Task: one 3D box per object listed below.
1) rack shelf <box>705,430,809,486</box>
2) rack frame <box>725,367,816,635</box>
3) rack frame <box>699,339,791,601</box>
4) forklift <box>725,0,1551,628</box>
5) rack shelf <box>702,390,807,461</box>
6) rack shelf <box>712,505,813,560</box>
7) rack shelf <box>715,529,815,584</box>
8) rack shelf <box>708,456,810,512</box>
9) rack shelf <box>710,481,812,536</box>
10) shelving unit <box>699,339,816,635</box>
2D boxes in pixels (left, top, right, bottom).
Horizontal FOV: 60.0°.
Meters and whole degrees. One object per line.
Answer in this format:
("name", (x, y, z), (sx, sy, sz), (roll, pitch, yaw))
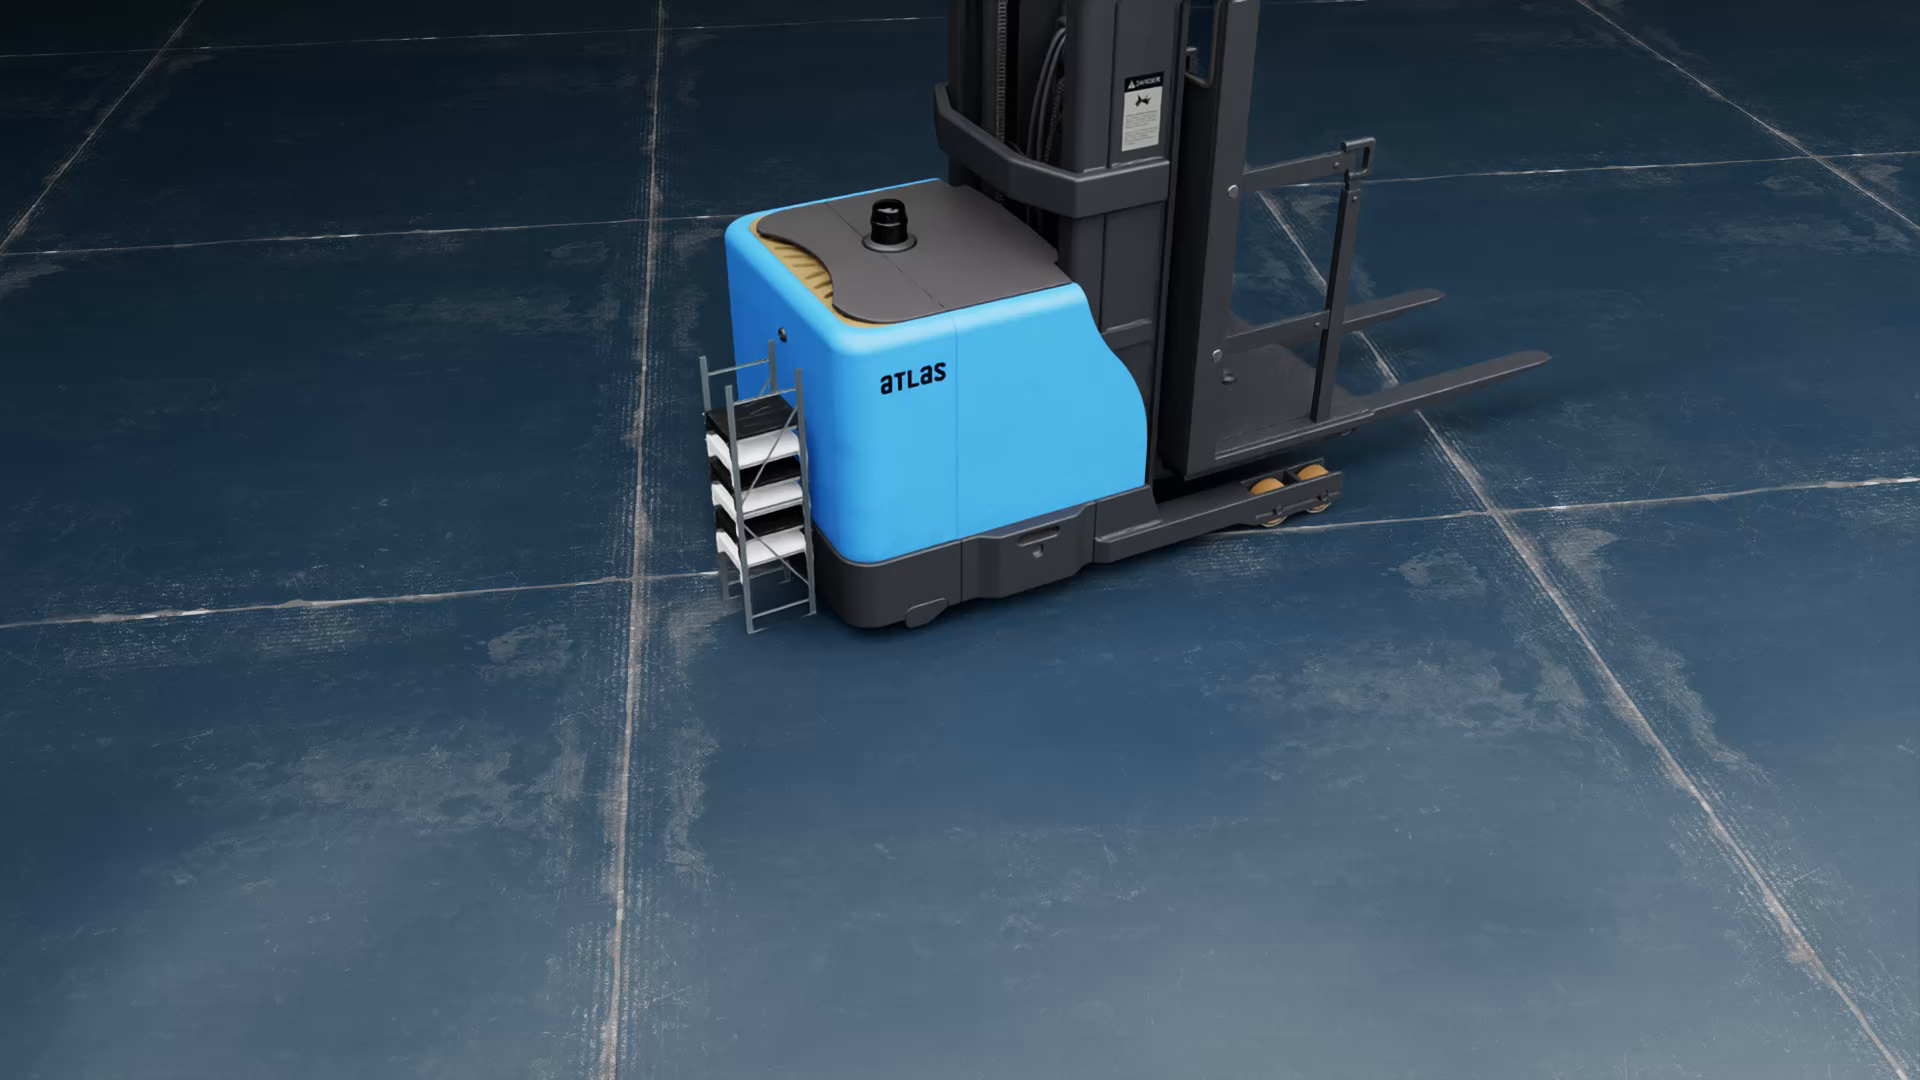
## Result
("rack shelf", (-0.622, -0.274, 5.093), (0.258, 0.077, 0.200), (-17, 38, -23))
("rack frame", (-0.573, -0.103, 5.102), (0.240, 0.900, 0.006), (-17, 38, -23))
("rack frame", (-0.670, -0.204, 5.250), (0.240, 0.900, 0.006), (-17, 38, -23))
("forklift", (0.775, -1.506, 5.357), (3.031, 2.935, 1.130), (-16, 37, -22))
("rack shelf", (-0.622, -0.349, 5.042), (0.258, 0.077, 0.200), (-17, 38, -23))
("rack shelf", (-0.622, -0.051, 5.245), (0.258, 0.077, 0.200), (-17, 38, -23))
("rack shelf", (-0.622, 0.023, 5.296), (0.258, 0.077, 0.200), (-17, 38, -23))
("rack shelf", (-0.622, -0.200, 5.144), (0.258, 0.077, 0.200), (-17, 38, -23))
("rack shelf", (-0.622, -0.126, 5.194), (0.258, 0.077, 0.200), (-17, 38, -23))
("shelving unit", (-0.622, -0.153, 5.176), (0.258, 0.900, 0.210), (-17, 38, -23))
